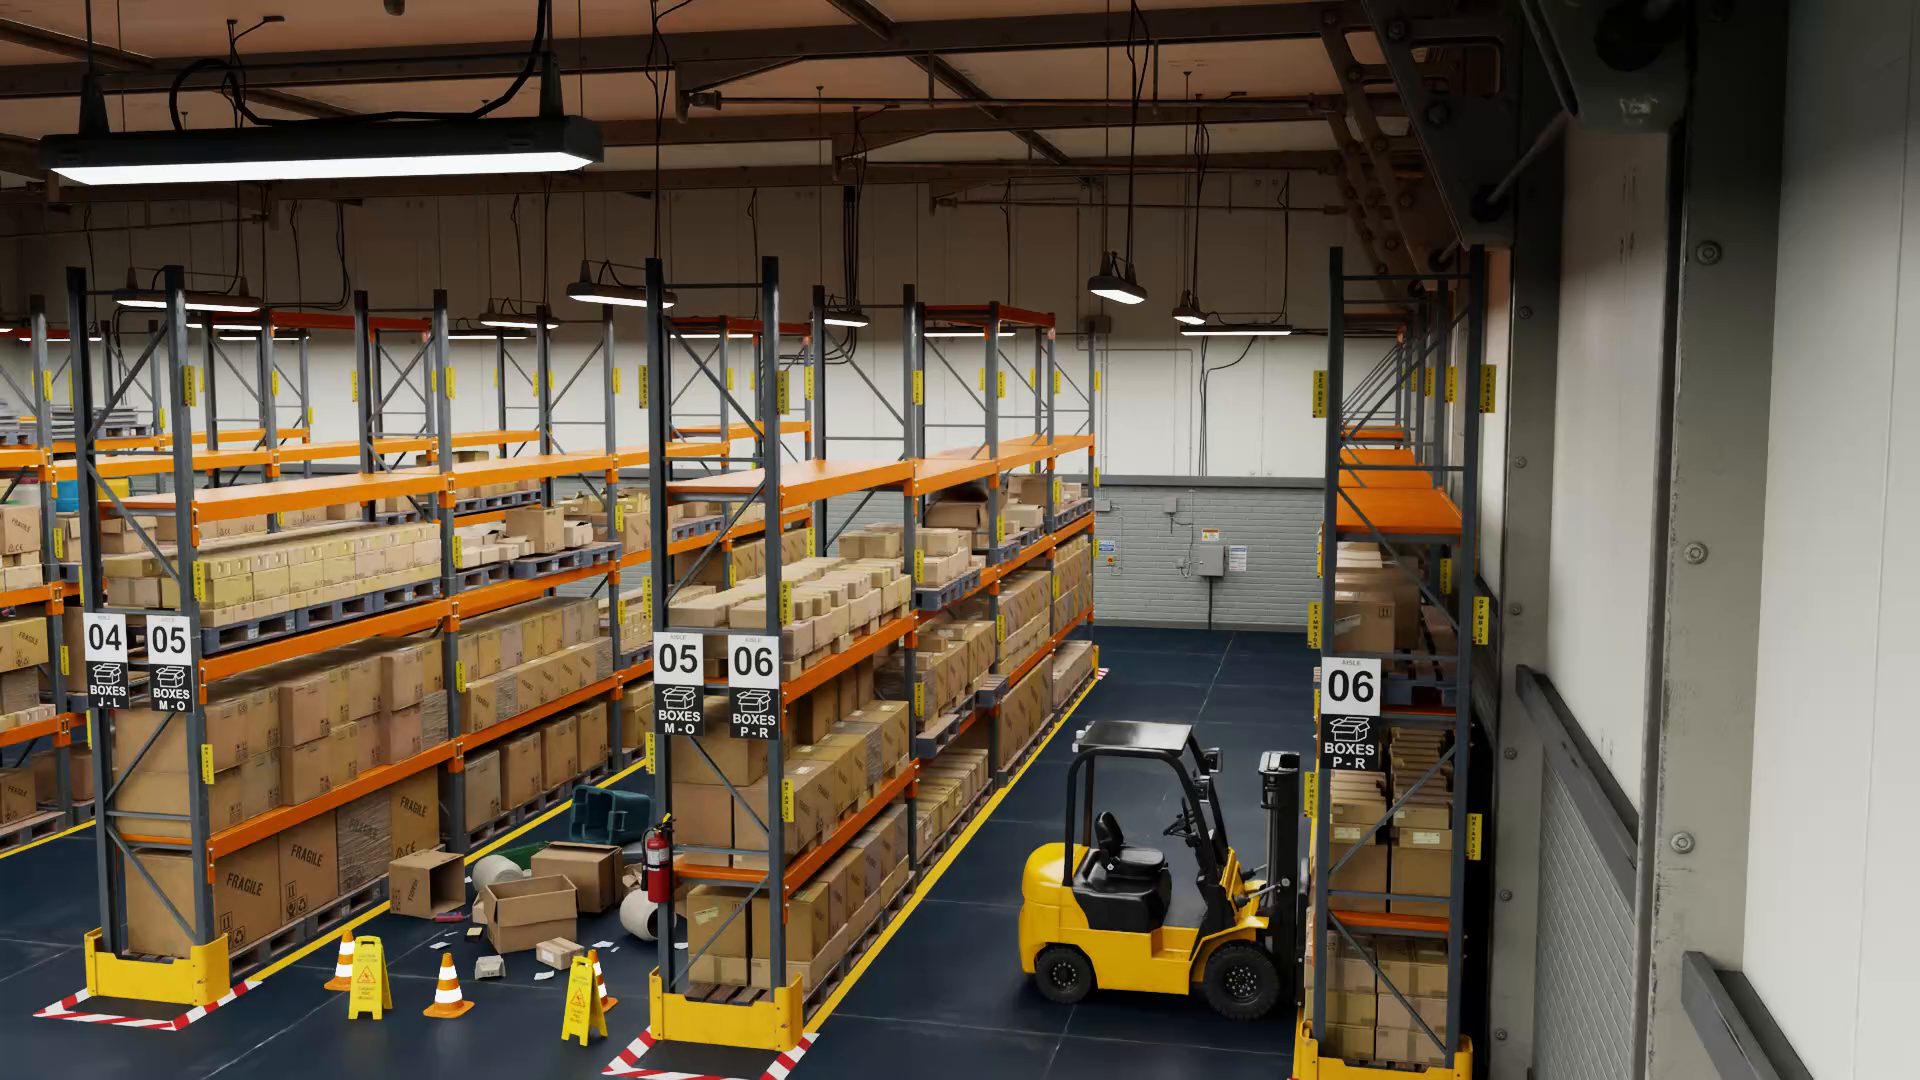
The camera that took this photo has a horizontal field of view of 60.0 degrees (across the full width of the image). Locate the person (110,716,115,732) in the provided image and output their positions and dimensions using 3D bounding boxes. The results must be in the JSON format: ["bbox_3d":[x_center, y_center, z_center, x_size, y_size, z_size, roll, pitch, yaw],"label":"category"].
[{"bbox_3d":[-12.012,1.915,23.742,0.590,1.830,0.511,-5,8,-41],"label":"person"}]
